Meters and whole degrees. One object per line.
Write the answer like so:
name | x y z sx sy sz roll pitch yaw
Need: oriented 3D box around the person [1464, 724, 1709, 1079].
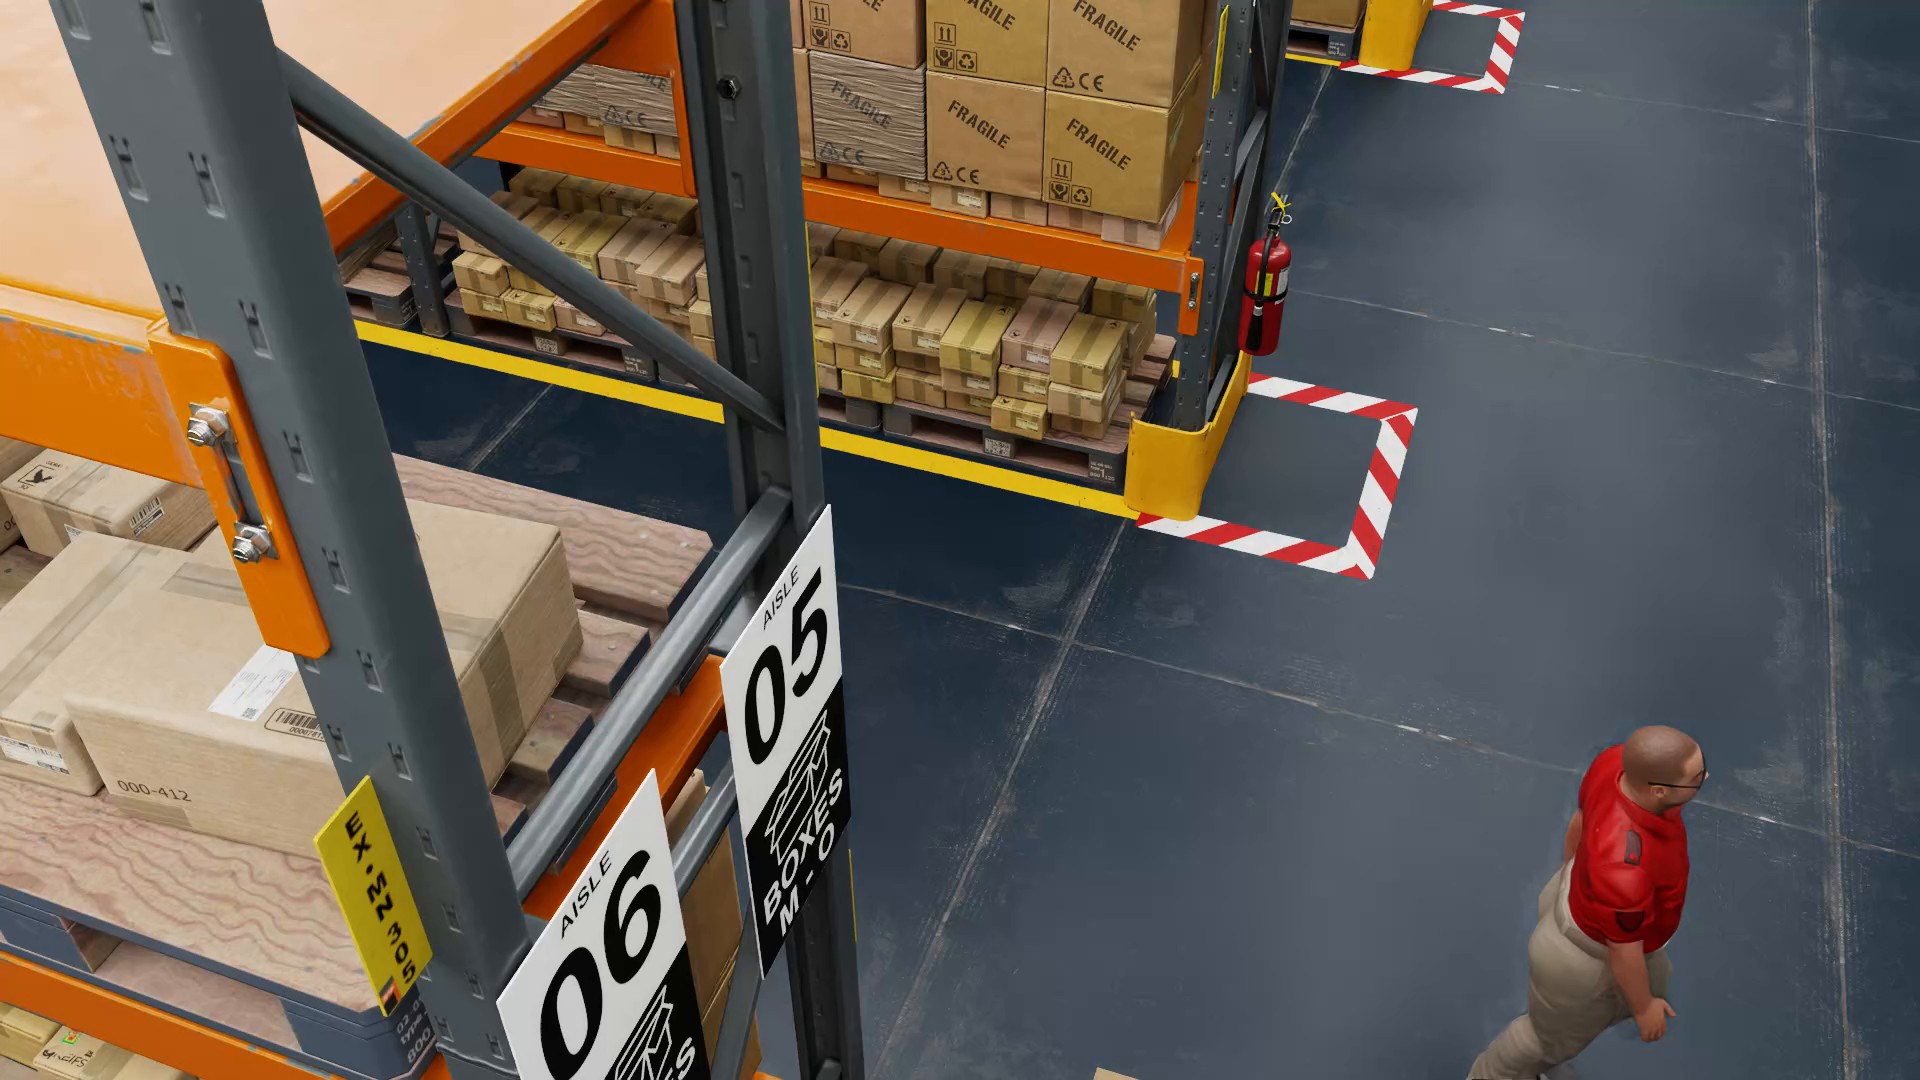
person | 1.866 1.176 4.844 0.462 1.783 0.544 15 43 16
